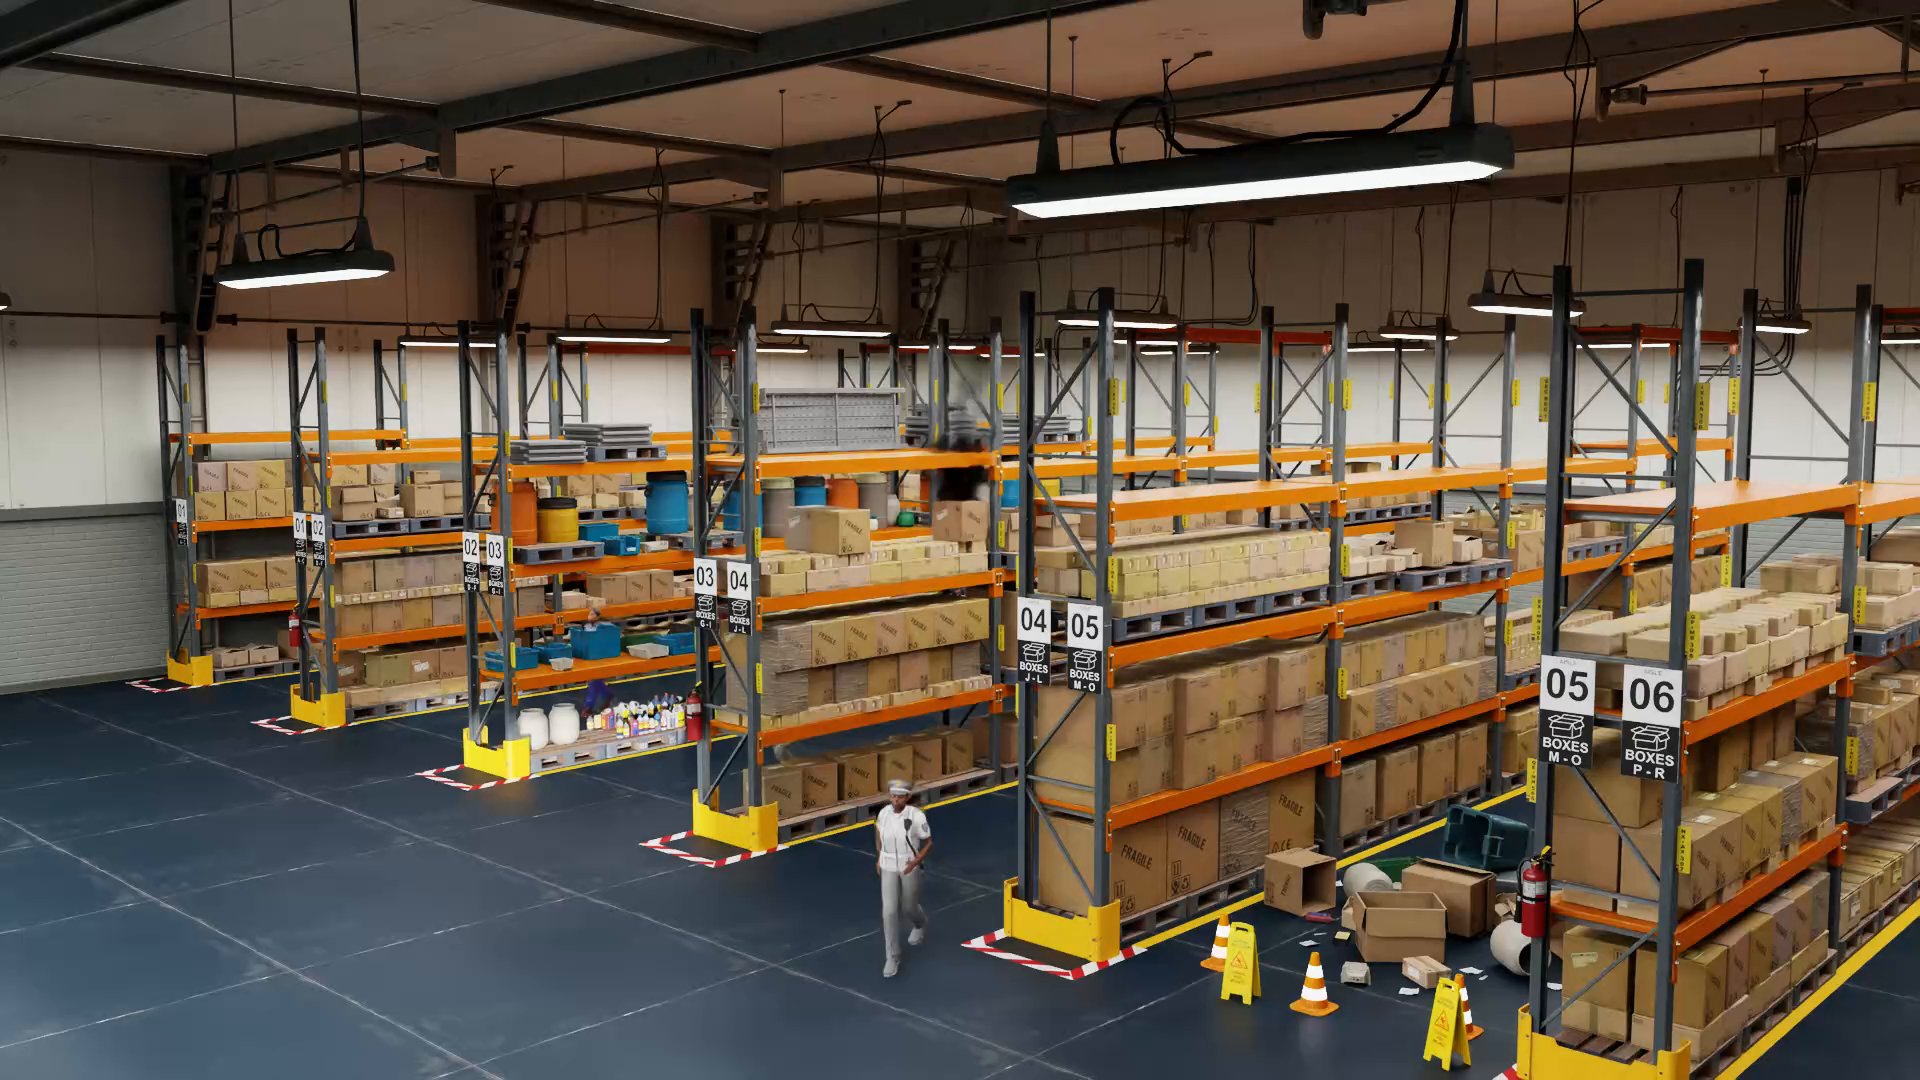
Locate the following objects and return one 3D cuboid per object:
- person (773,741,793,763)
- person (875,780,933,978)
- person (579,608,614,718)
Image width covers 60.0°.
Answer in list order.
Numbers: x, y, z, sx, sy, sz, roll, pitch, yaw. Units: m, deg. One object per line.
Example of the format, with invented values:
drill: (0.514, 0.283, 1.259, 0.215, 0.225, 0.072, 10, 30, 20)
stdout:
person: (-2.261, 2.355, 21.214, 0.587, 1.660, 0.610, 4, 7, 39)
person: (-0.521, 2.944, 14.852, 0.552, 1.705, 0.868, 1, 6, 13)
person: (-5.704, 1.877, 25.952, 0.602, 1.645, 0.913, 4, 6, 33)
